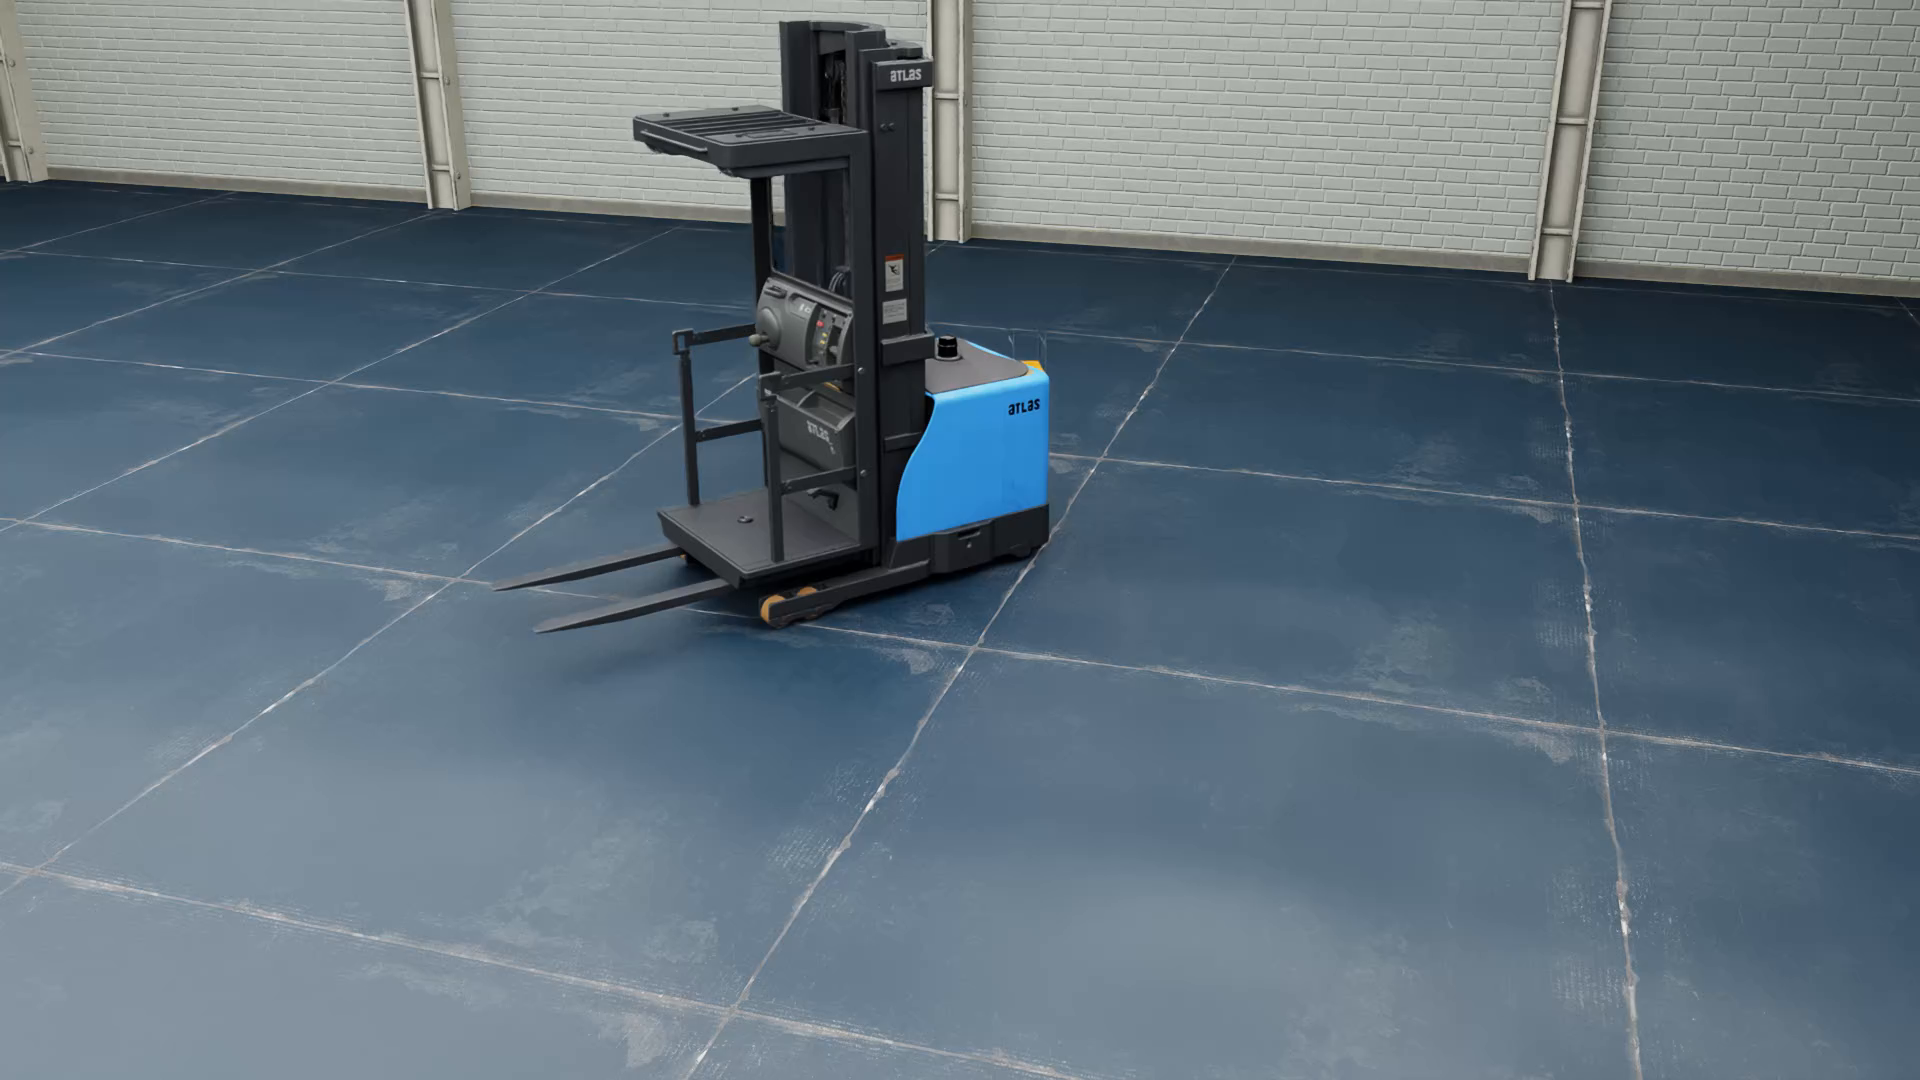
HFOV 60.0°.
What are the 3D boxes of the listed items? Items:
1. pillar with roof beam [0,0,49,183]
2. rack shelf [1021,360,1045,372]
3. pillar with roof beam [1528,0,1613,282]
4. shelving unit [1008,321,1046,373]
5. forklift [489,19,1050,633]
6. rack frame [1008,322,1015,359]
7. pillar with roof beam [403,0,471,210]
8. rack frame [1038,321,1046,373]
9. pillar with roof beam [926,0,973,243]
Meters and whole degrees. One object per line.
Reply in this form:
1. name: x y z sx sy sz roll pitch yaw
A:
1. pillar with roof beam: -12.839 -7.083 15.179 0.400 9.000 9.100 7 23 16
2. rack shelf: 0.388 -0.971 9.725 0.180 0.103 0.258 -2 22 -6
3. pillar with roof beam: 4.394 -5.109 10.369 0.400 9.000 9.100 7 23 16
4. shelving unit: 0.388 -0.679 9.844 0.189 1.200 0.258 -2 22 -6
5. forklift: -0.995 -1.126 8.654 3.031 2.935 1.130 -14 26 -31
6. rack frame: 0.297 -0.675 9.835 0.006 1.200 0.240 -2 22 -6
7. pillar with roof beam: -7.095 -6.425 13.576 0.400 9.000 9.100 7 23 16
8. rack frame: 0.479 -0.683 9.854 0.006 1.200 0.240 -2 22 -6
9. pillar with roof beam: -1.350 -5.767 11.972 0.400 9.000 9.100 7 23 16
